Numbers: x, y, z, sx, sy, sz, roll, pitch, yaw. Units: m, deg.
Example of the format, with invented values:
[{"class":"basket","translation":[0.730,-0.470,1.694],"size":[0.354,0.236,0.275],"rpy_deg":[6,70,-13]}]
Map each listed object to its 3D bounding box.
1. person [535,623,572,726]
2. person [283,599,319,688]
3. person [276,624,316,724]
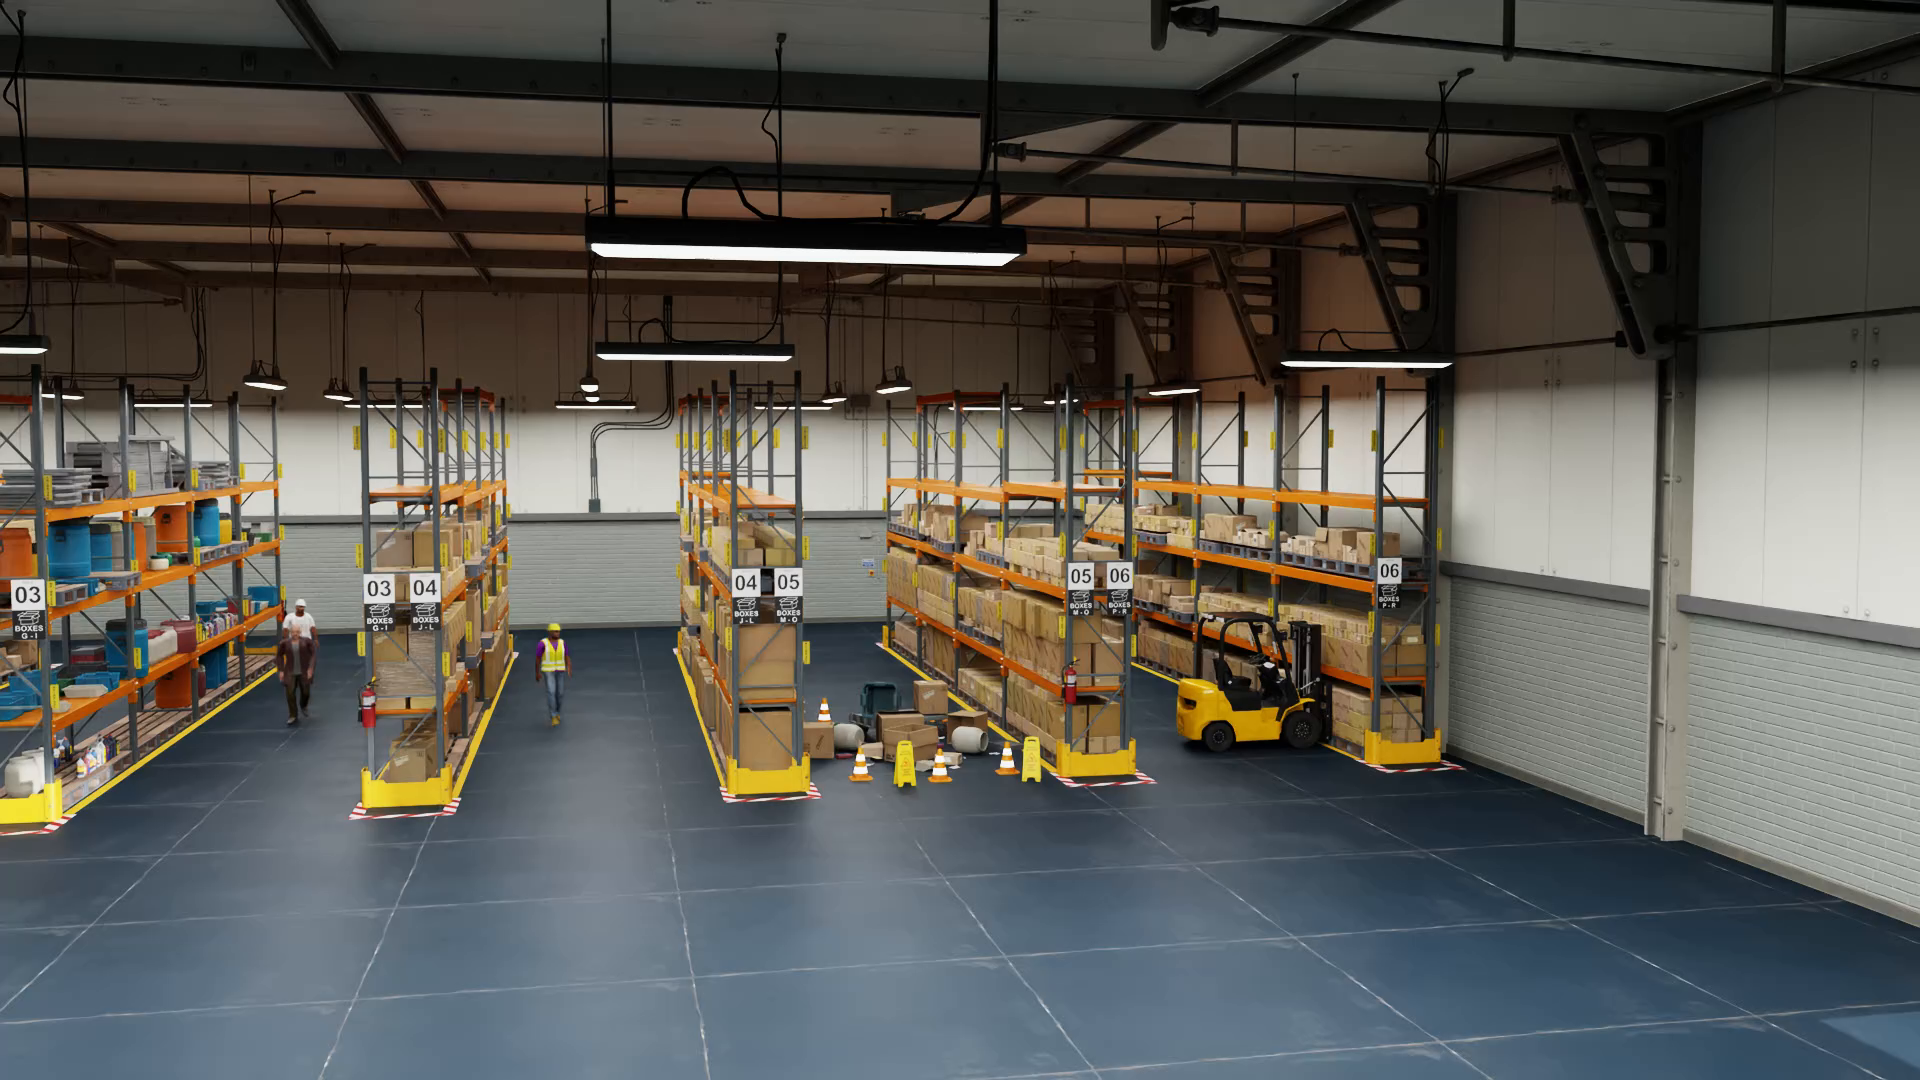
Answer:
[{"class":"person","translation":[-7.182,2.378,29.619],"size":[0.600,1.765,0.782],"rpy_deg":[-2,4,-35]},{"class":"person","translation":[-13.453,2.125,33.939],"size":[0.667,1.837,0.542],"rpy_deg":[-2,4,-27]},{"class":"person","translation":[-11.836,2.380,29.679],"size":[0.667,1.736,0.753],"rpy_deg":[-1,4,-18]}]
